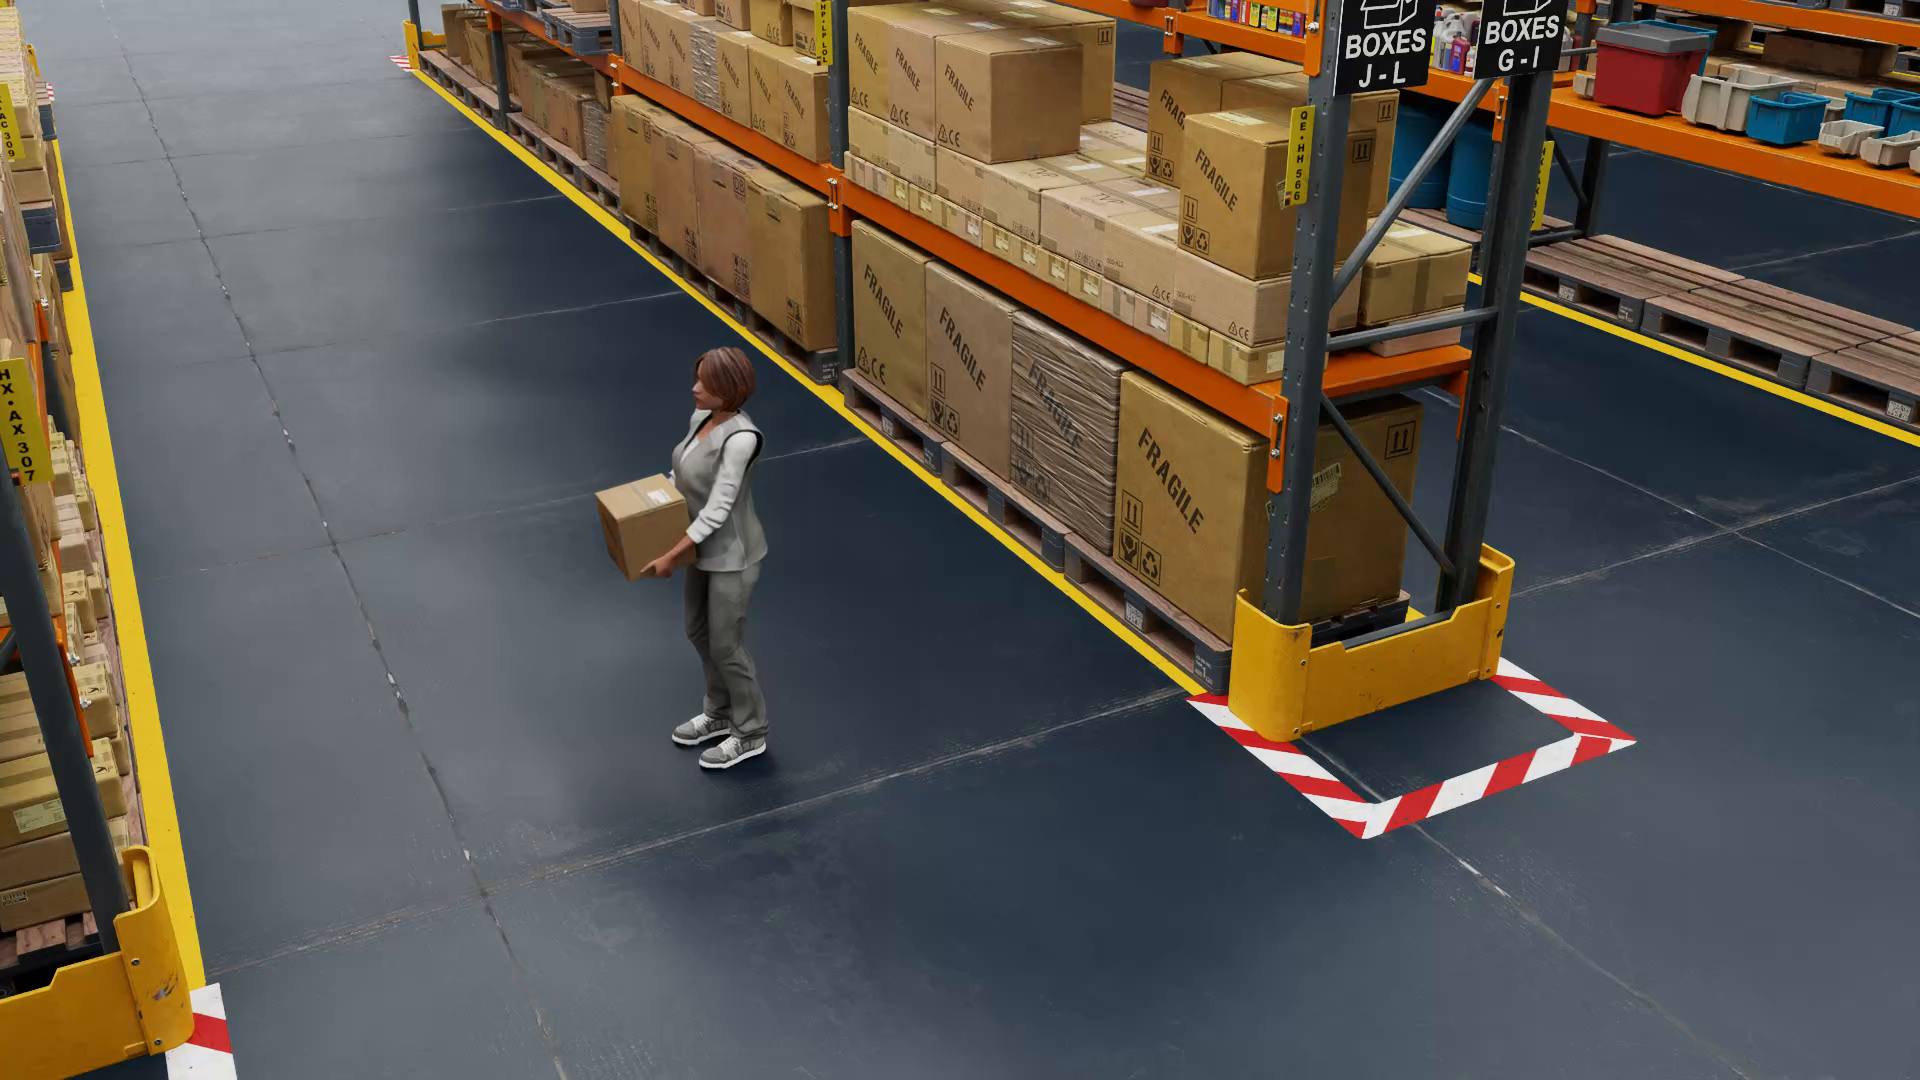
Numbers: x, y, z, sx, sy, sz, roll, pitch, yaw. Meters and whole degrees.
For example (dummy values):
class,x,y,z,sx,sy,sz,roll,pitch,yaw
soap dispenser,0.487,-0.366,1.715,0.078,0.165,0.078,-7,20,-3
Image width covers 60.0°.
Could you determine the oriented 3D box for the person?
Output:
class,x,y,z,sx,sy,sz,roll,pitch,yaw
person,-0.882,0.176,6.040,0.346,1.349,0.425,-13,29,-25
